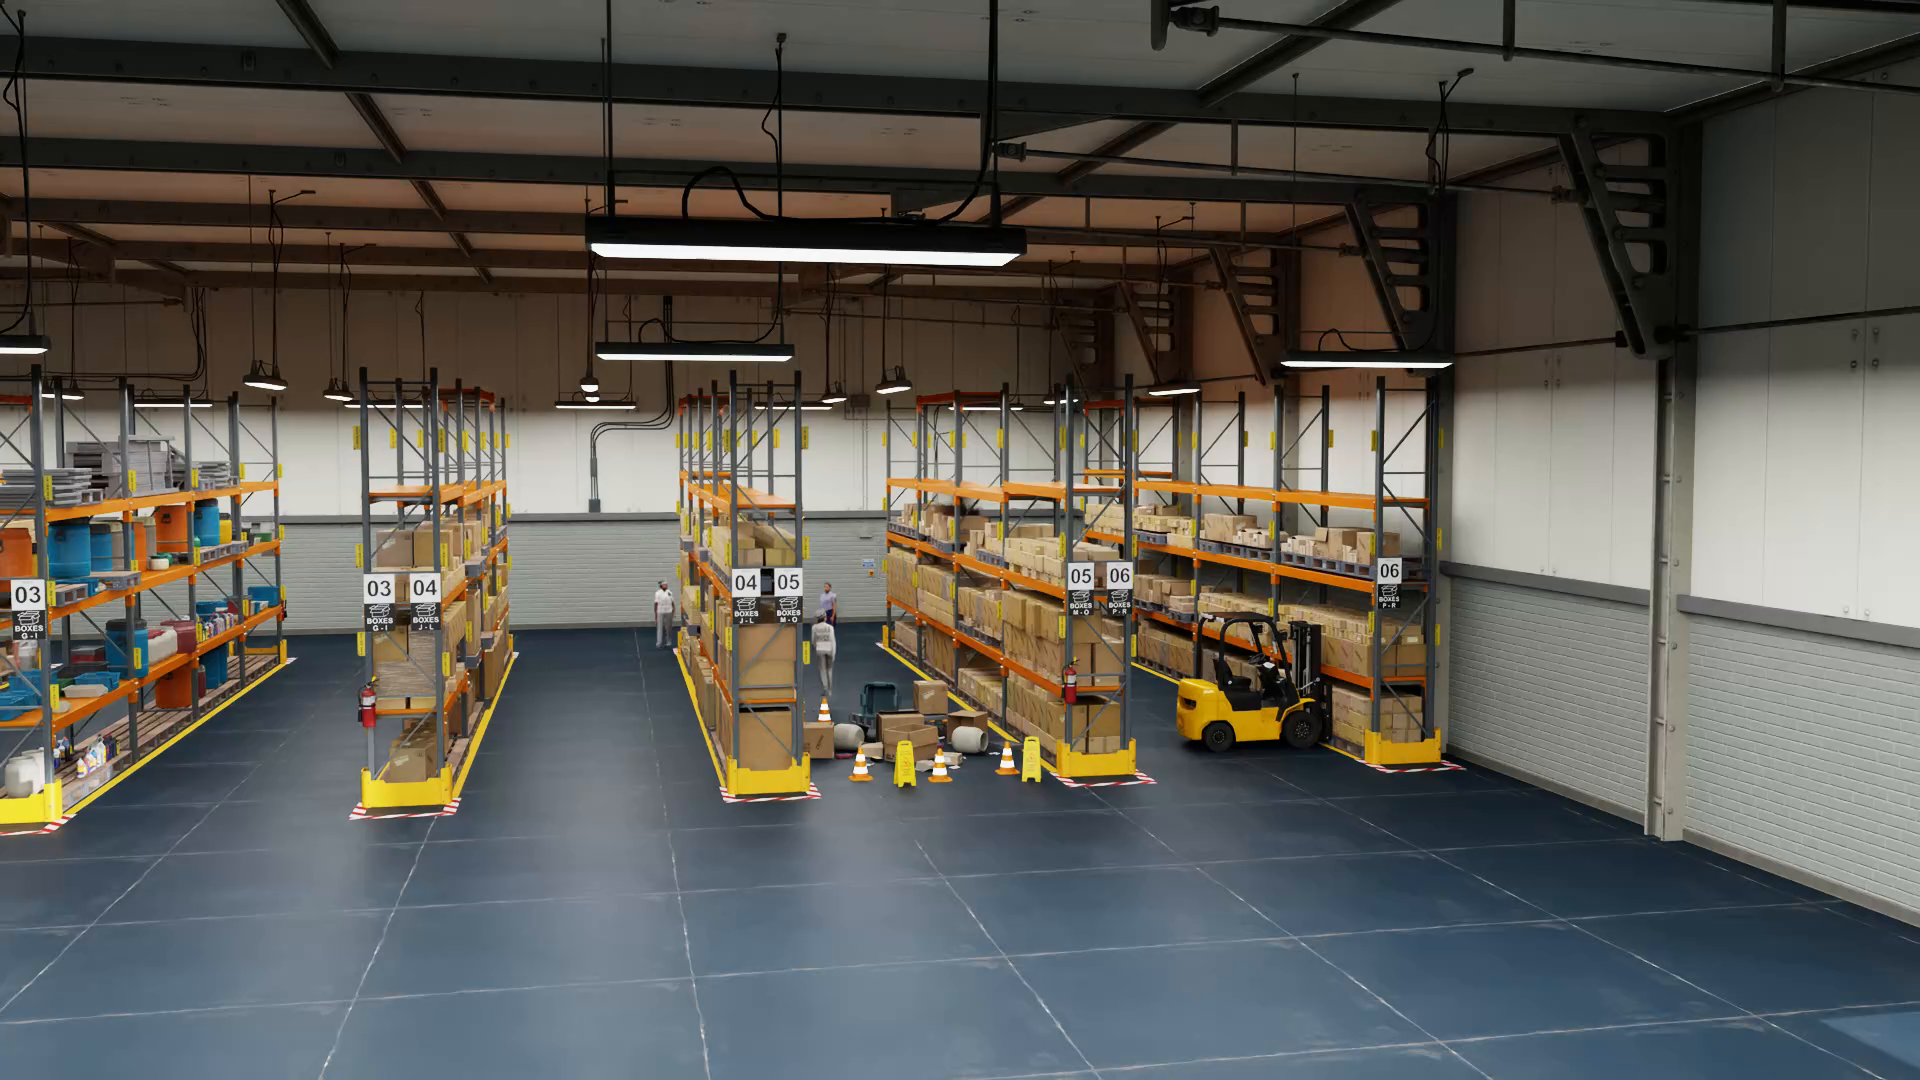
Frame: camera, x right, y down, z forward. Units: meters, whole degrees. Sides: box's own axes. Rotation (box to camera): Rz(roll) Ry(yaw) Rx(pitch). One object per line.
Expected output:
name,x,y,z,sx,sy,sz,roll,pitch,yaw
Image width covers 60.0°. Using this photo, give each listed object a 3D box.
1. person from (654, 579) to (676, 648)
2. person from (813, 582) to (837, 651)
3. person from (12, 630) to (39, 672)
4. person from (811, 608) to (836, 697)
person,-7.128,1.768,40.171,0.518,1.652,0.884,0,3,-7
person,-3.205,1.850,39.627,0.545,1.672,0.417,2,4,36
person,-17.842,2.221,31.731,0.487,1.774,0.564,-2,4,-26
person,-2.598,2.139,31.460,0.430,1.714,0.724,-1,4,-15
